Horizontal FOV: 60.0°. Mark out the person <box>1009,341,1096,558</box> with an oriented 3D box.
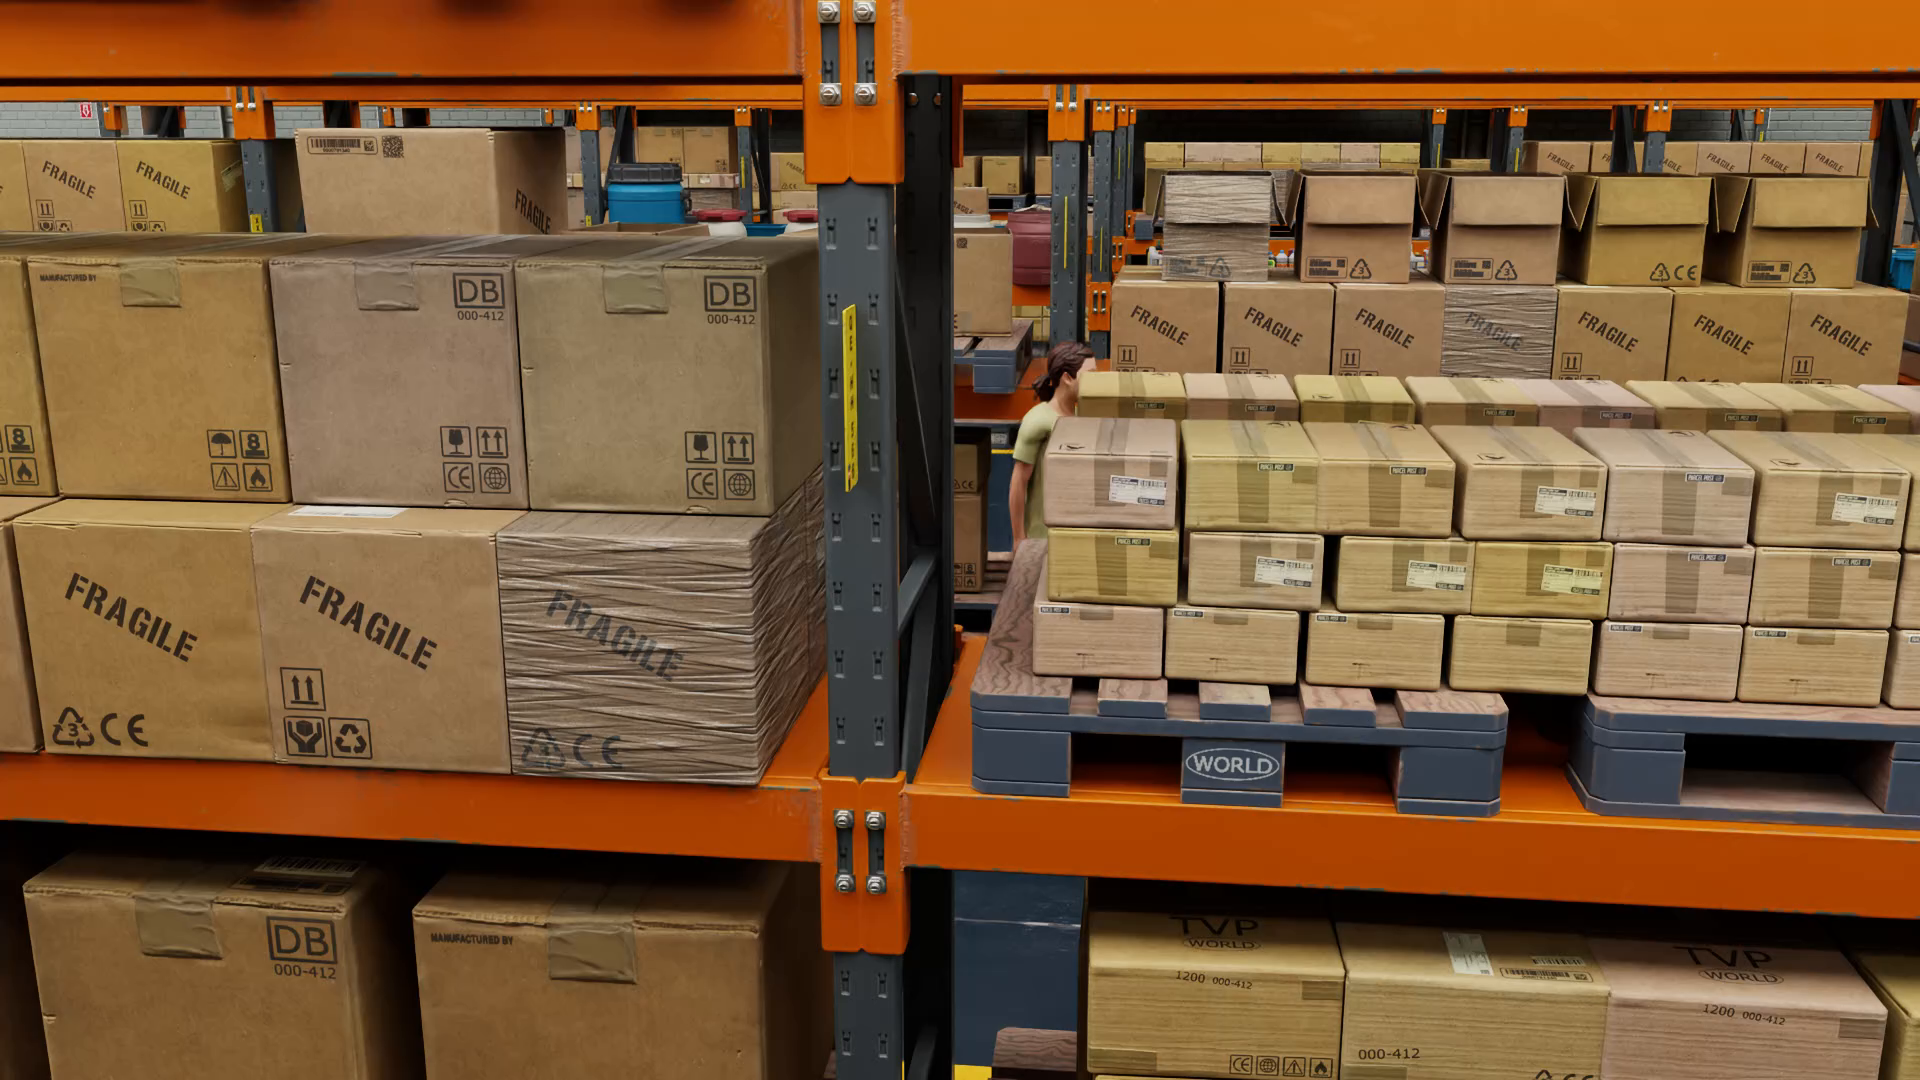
[{"bbox_3d":[0.323,-0.014,7.059,0.581,1.669,0.504,13,19,42],"label":"person"}]
